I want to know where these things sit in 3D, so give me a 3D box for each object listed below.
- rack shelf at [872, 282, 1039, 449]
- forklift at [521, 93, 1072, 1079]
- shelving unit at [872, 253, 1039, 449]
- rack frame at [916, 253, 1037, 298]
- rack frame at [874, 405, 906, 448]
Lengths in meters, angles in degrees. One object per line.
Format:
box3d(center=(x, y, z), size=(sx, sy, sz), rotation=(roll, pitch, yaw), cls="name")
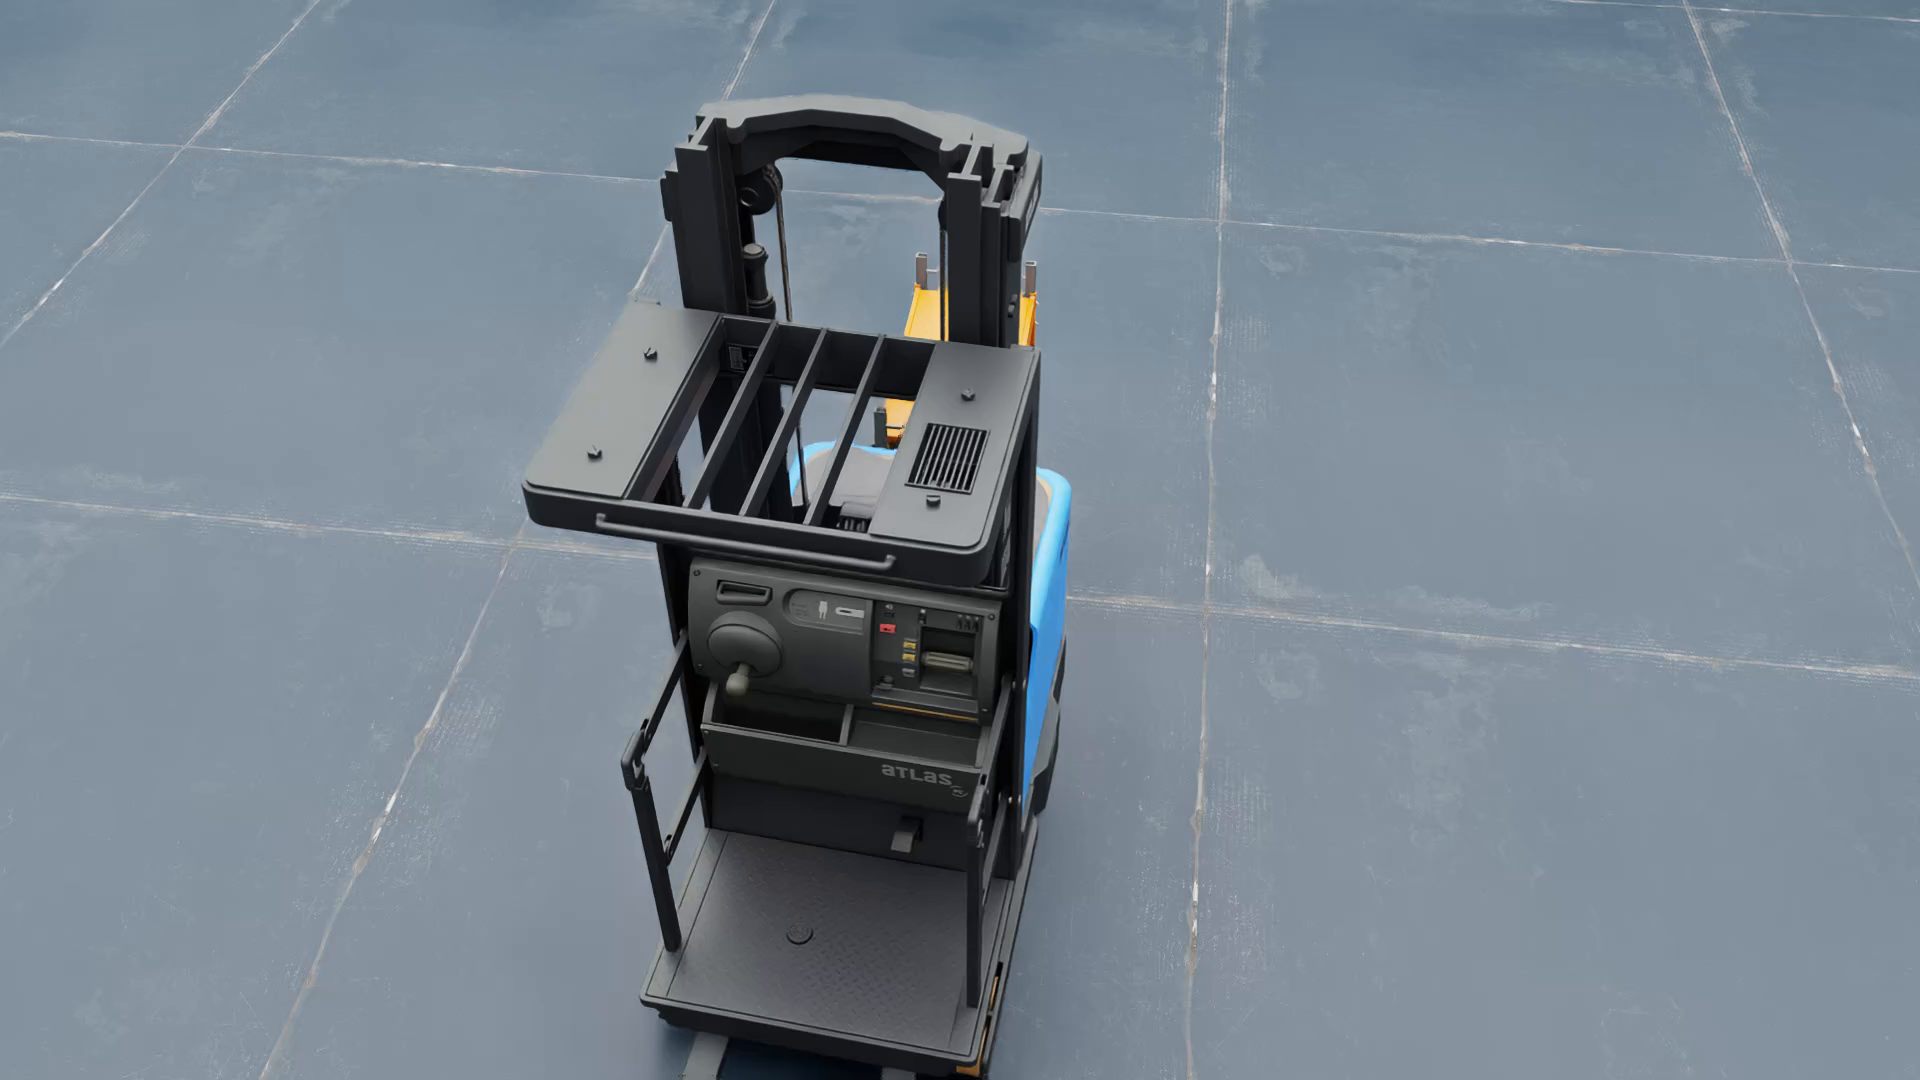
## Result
box3d(center=(-0.001, -0.616, 6.679), size=(0.538, 0.278, 1.000), rotation=(5, 44, 6), cls="rack shelf")
box3d(center=(-0.388, 0.394, 4.725), size=(1.130, 2.935, 3.031), rotation=(8, 44, 8), cls="forklift")
box3d(center=(-0.001, -0.404, 6.881), size=(0.538, 1.125, 1.048), rotation=(5, 44, 6), cls="shelving unit")
box3d(center=(0.066, -0.750, 7.246), size=(0.500, 1.125, 0.032), rotation=(5, 44, 6), cls="rack frame")
box3d(center=(-0.068, -0.057, 6.515), size=(0.500, 1.125, 0.032), rotation=(5, 44, 6), cls="rack frame")
